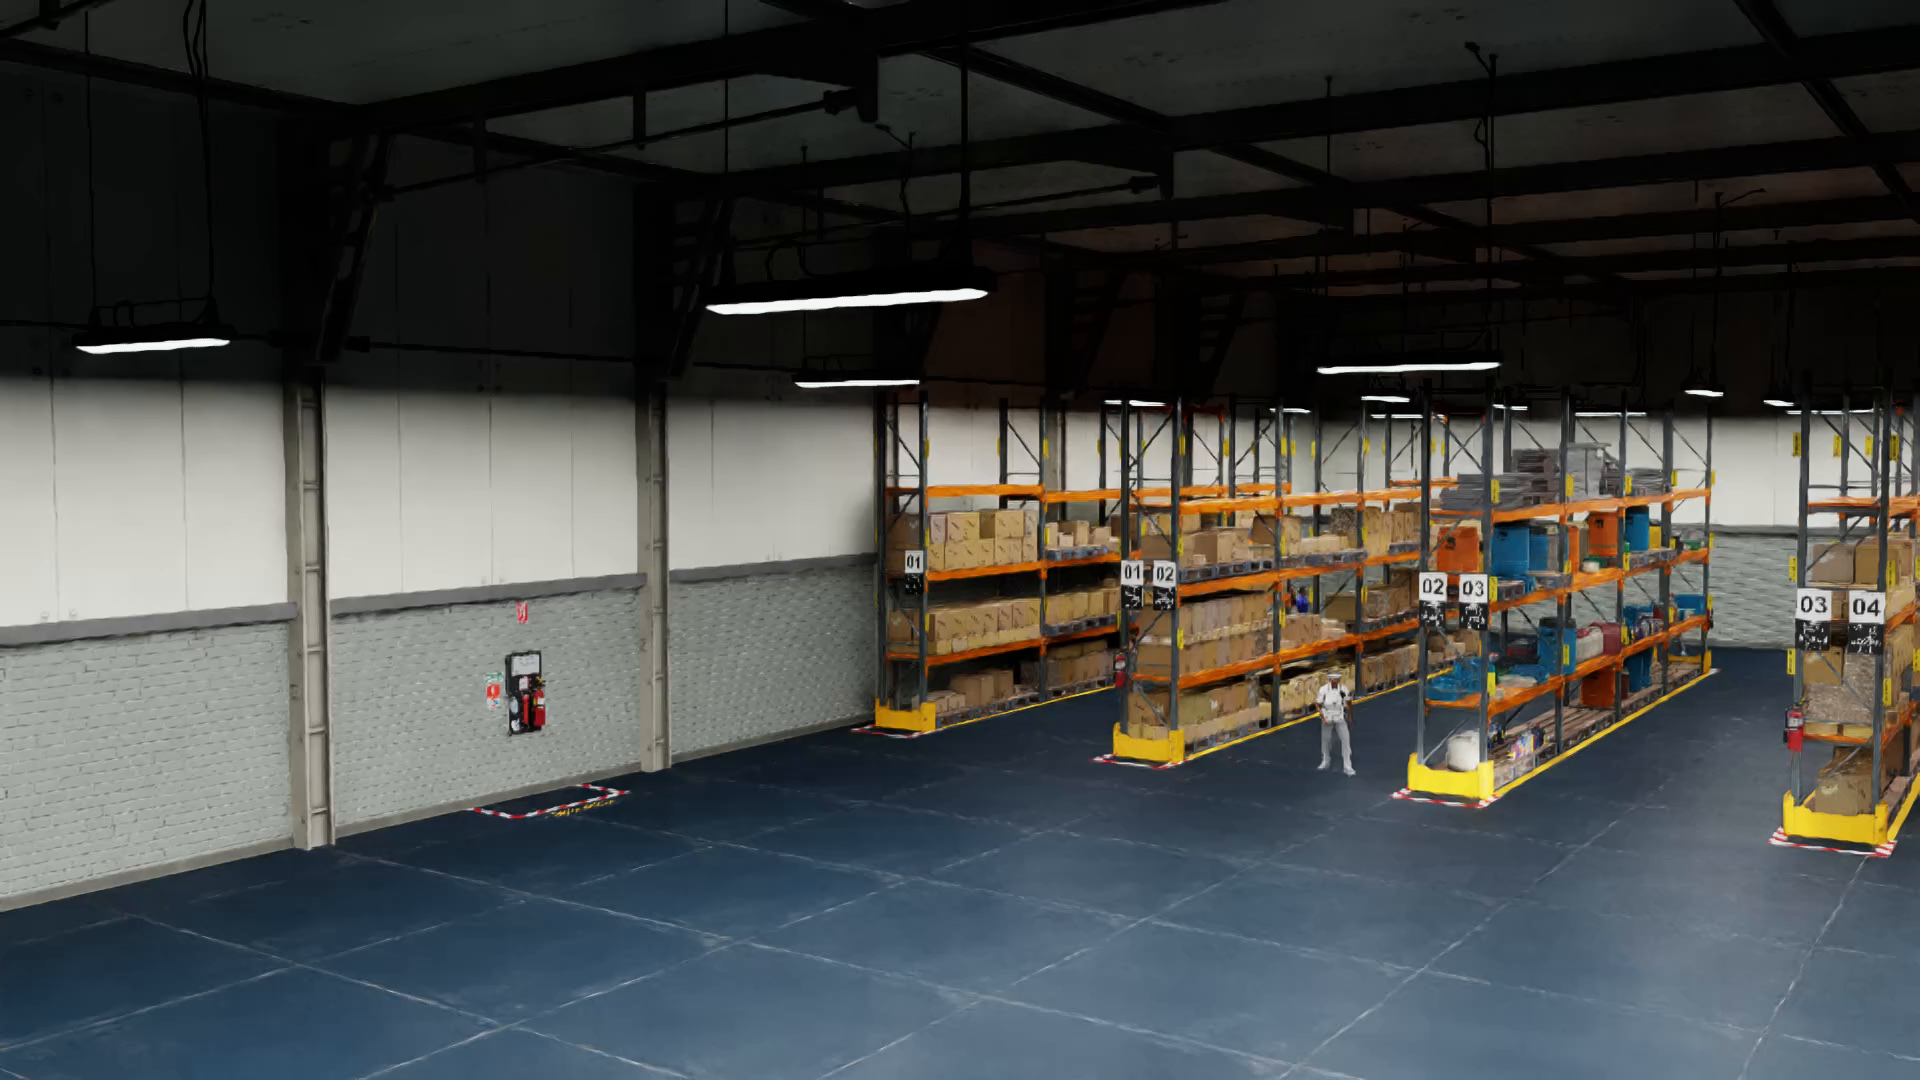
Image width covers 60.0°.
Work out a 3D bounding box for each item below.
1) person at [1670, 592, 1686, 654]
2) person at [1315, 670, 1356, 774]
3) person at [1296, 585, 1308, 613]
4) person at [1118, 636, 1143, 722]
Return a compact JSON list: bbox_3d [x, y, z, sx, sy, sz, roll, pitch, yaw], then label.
[{"bbox_3d":[17.078,2.012,39.753,0.848,1.542,0.430,-3,4,-38],"label":"person"},{"bbox_3d":[5.789,2.769,25.605,0.622,1.613,0.782,1,3,14],"label":"person"},{"bbox_3d":[8.262,1.928,40.297,0.379,1.658,0.568,2,4,28],"label":"person"},{"bbox_3d":[3.116,2.536,29.990,0.580,1.619,0.506,2,4,32],"label":"person"}]
